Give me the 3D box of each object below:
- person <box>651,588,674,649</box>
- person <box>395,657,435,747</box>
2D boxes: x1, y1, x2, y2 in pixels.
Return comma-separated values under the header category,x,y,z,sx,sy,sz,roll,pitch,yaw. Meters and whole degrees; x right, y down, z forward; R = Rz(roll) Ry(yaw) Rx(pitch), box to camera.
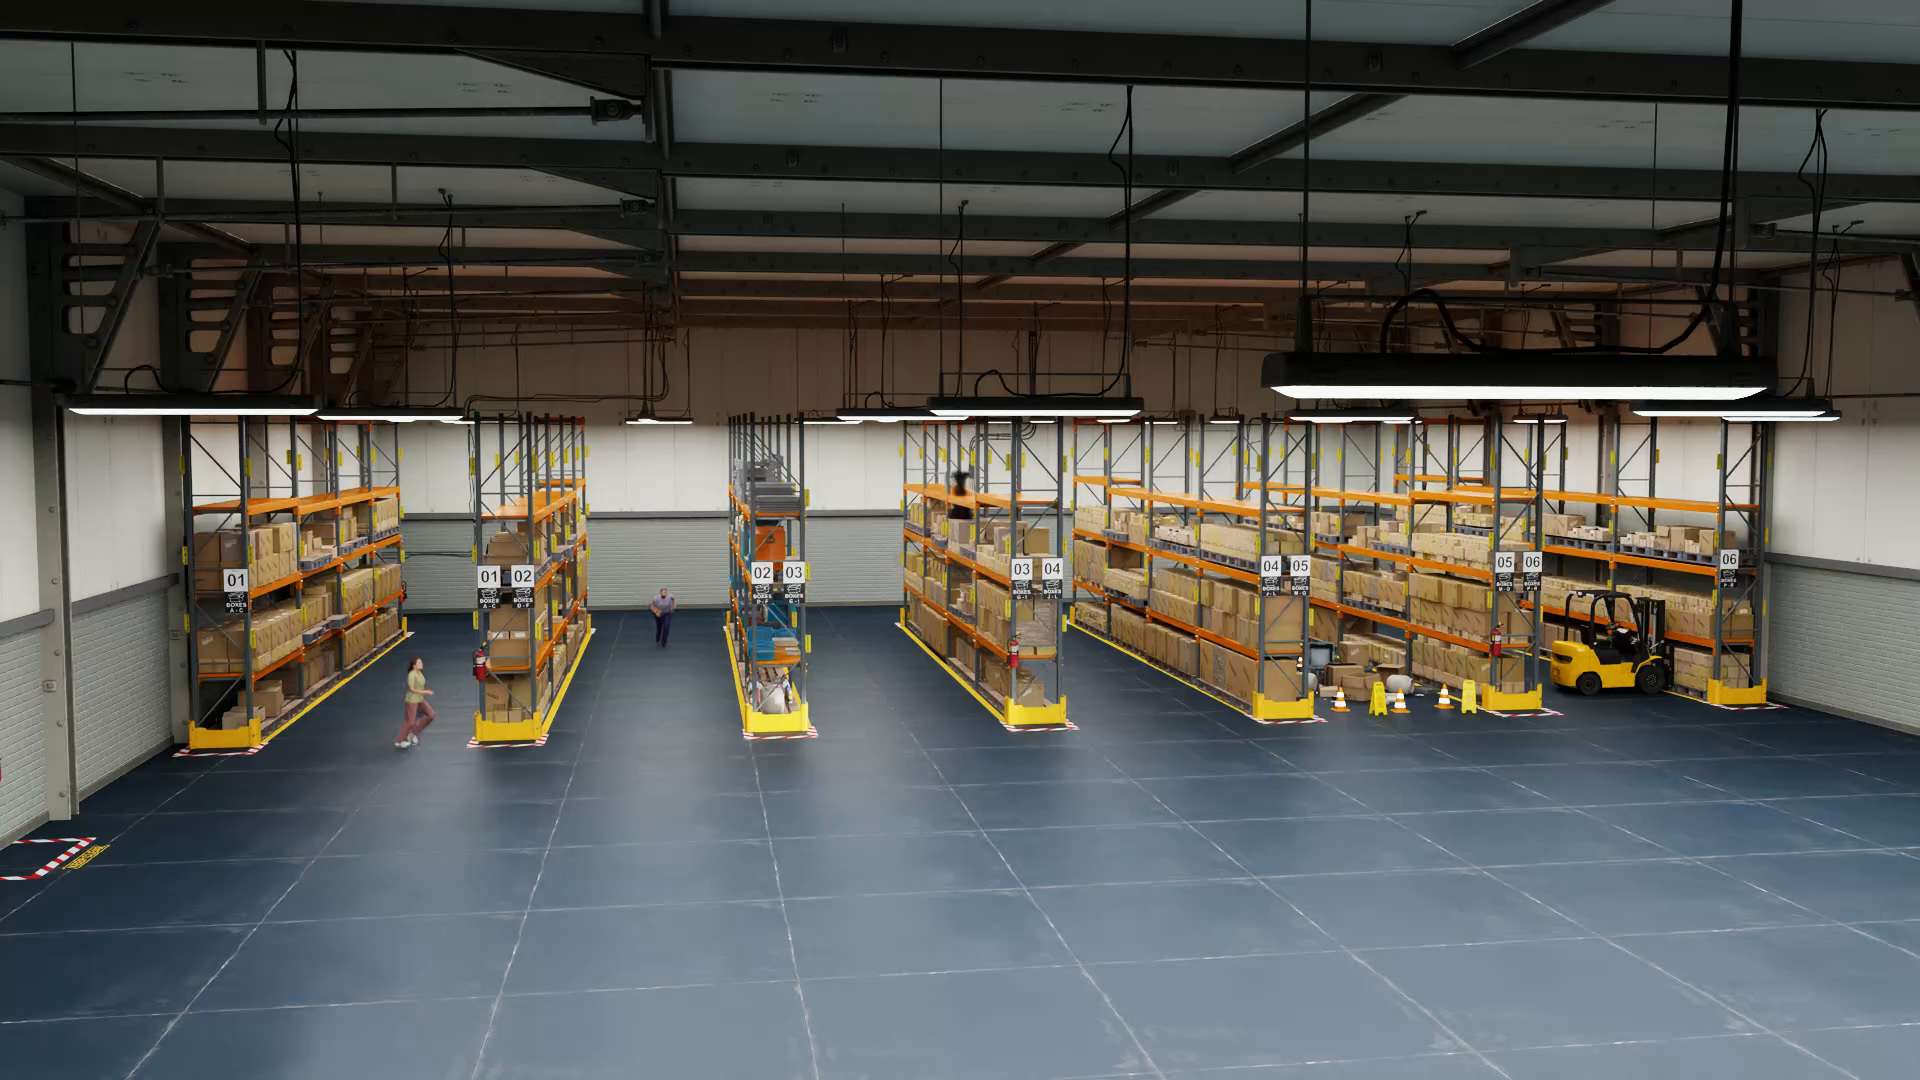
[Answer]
category,x,y,z,sx,sy,sz,roll,pitch,yaw
person,-7.763,2.018,43.280,0.627,1.614,0.955,-2,4,-23
person,-9.720,2.875,29.690,0.750,1.611,0.590,0,4,7
